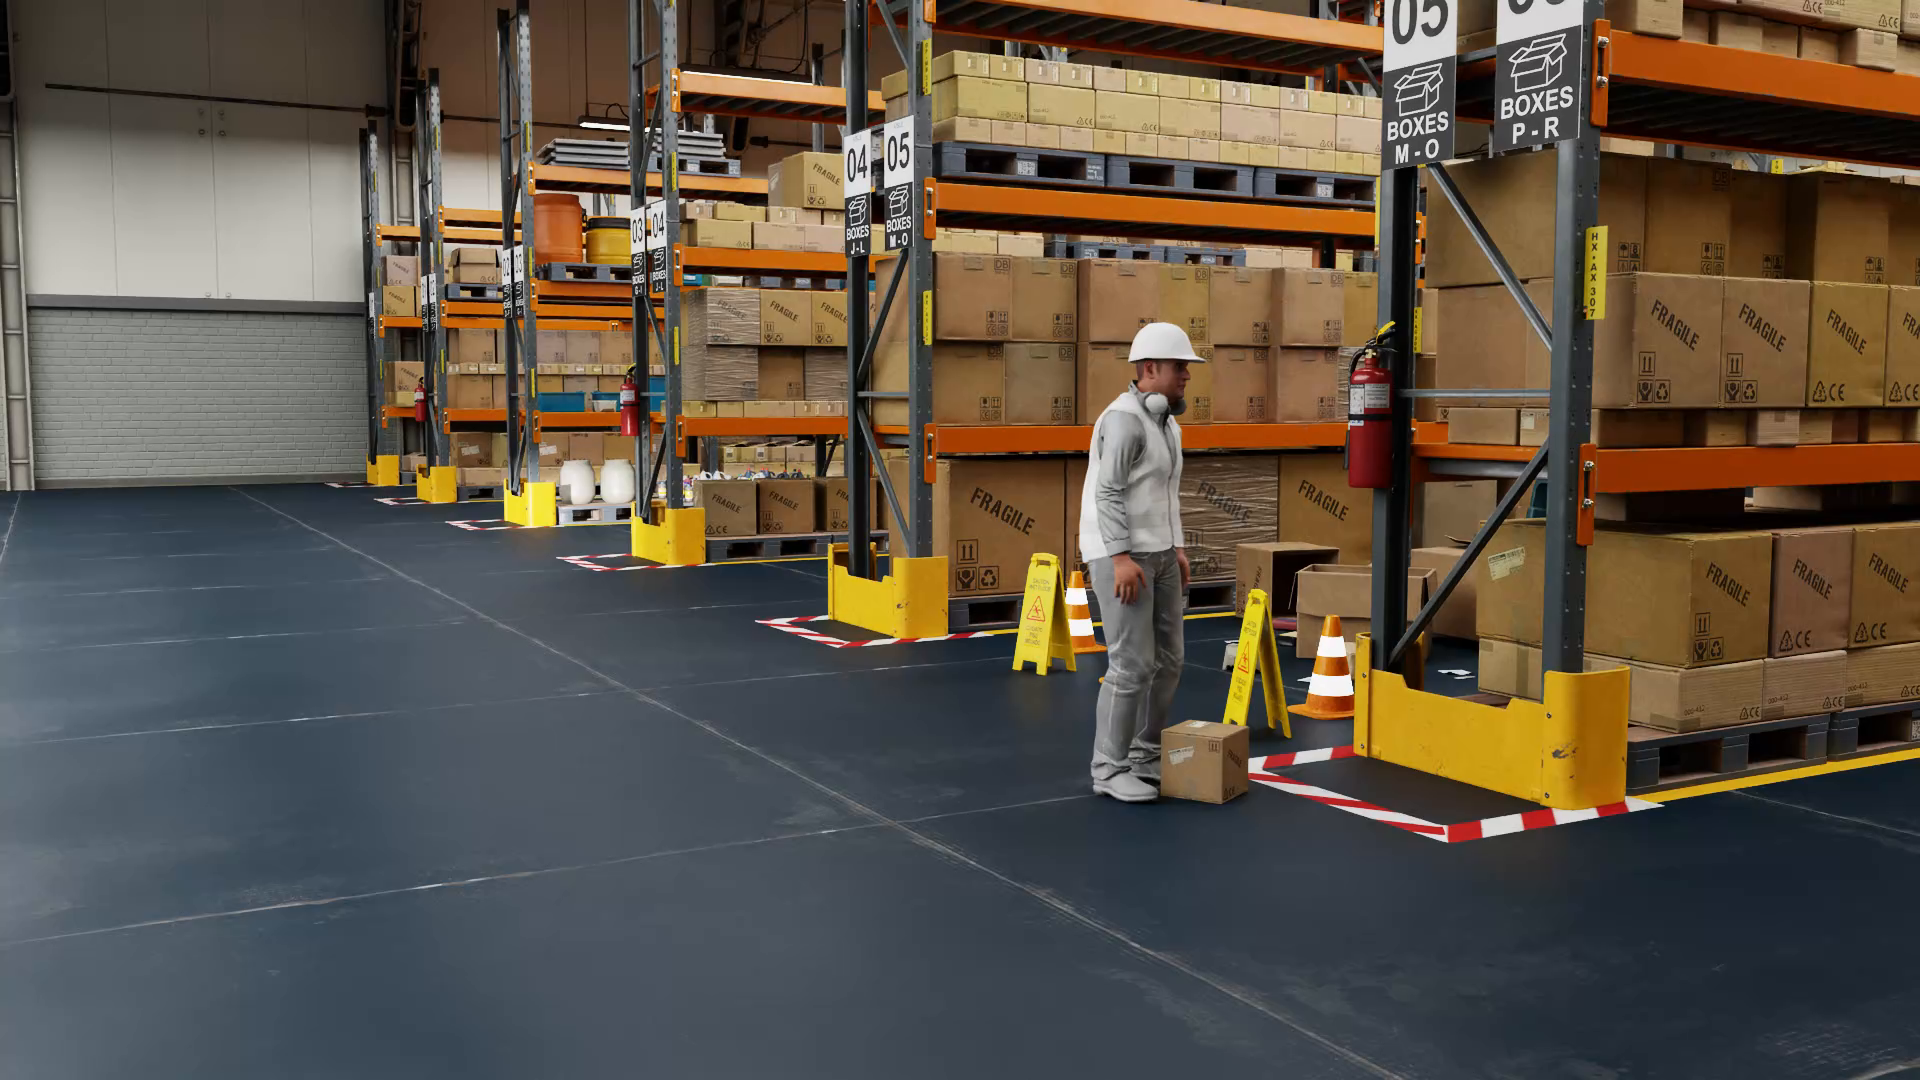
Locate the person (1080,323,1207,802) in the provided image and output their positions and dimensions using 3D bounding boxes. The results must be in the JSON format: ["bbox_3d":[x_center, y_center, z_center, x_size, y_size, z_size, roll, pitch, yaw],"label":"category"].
[{"bbox_3d":[0.699,0.065,6.338,0.459,1.773,0.592,3,6,31],"label":"person"}]
